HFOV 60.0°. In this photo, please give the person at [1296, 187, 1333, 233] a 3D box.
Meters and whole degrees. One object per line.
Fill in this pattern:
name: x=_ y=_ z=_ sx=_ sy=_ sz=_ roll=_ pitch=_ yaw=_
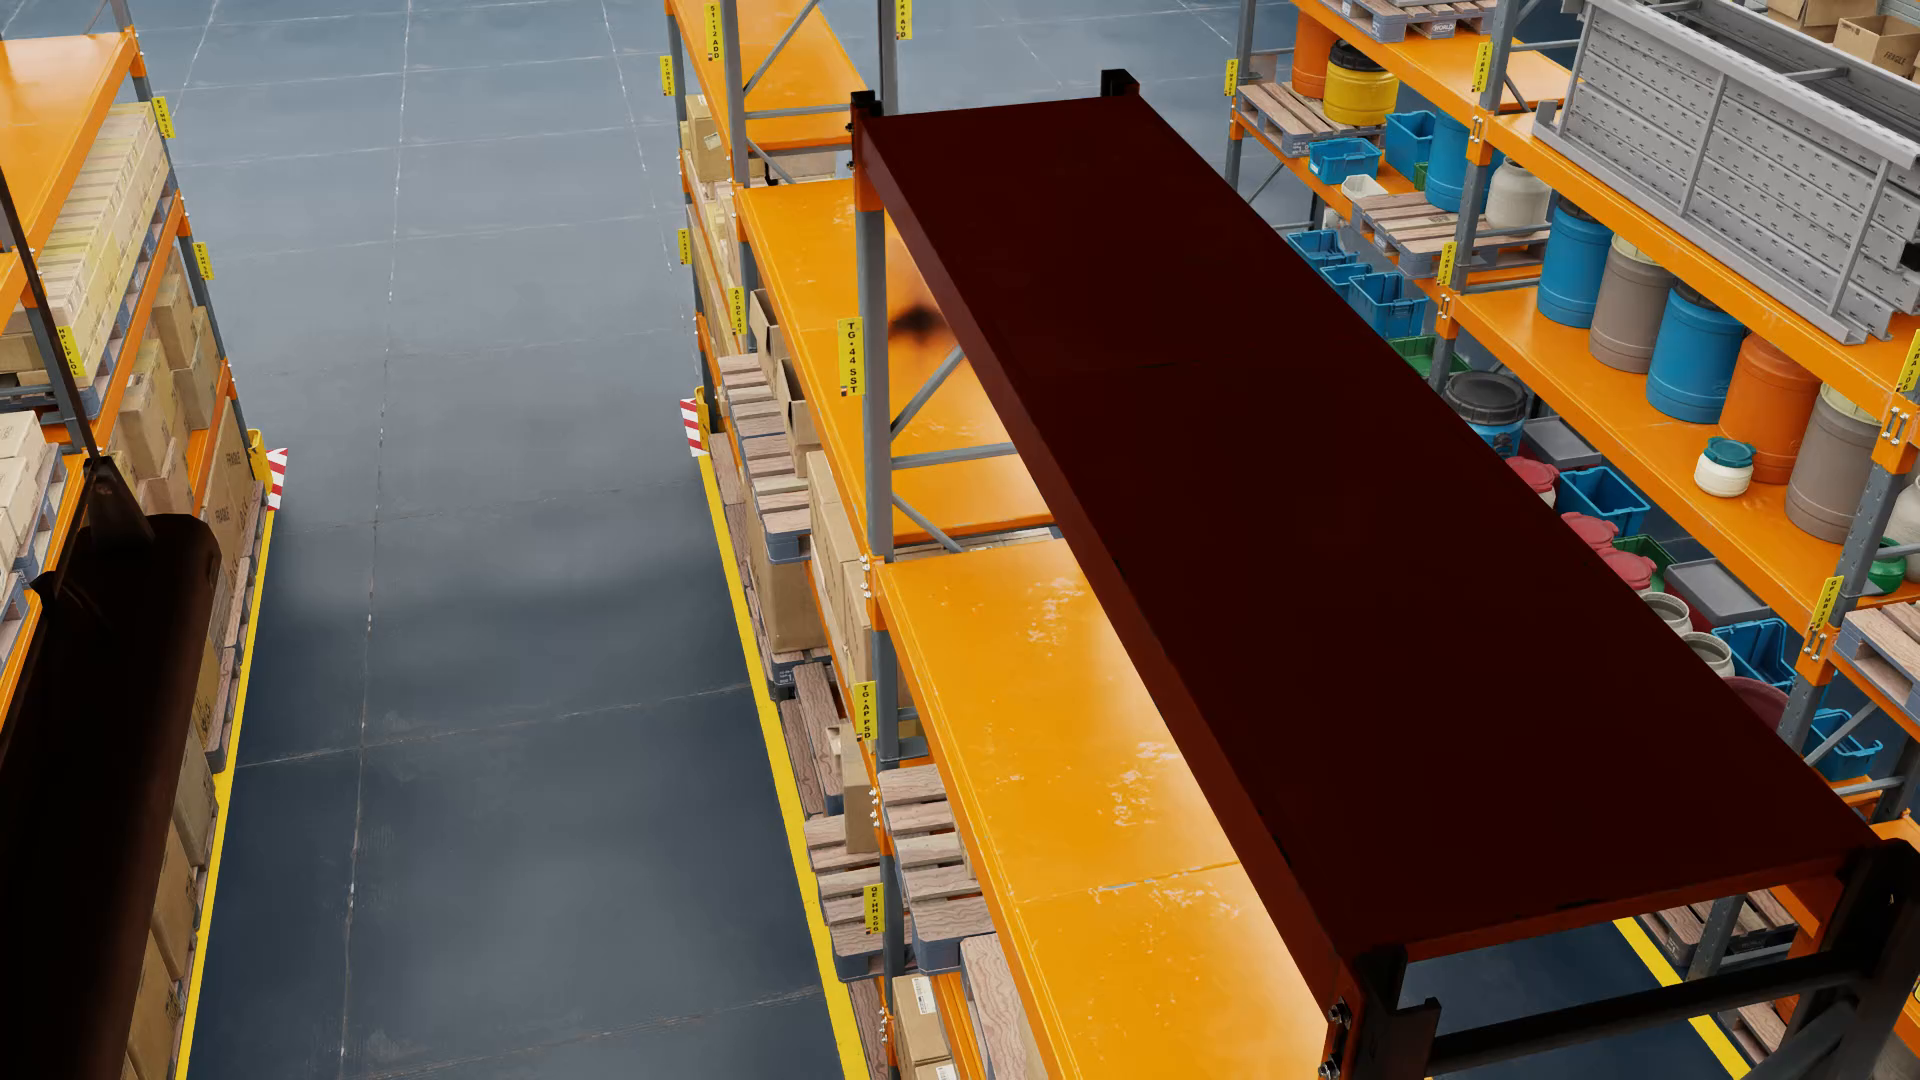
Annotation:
person: x=3.634 y=-2.888 z=16.971 sx=0.595 sy=1.556 sz=0.577 roll=20 pitch=39 yaw=26
